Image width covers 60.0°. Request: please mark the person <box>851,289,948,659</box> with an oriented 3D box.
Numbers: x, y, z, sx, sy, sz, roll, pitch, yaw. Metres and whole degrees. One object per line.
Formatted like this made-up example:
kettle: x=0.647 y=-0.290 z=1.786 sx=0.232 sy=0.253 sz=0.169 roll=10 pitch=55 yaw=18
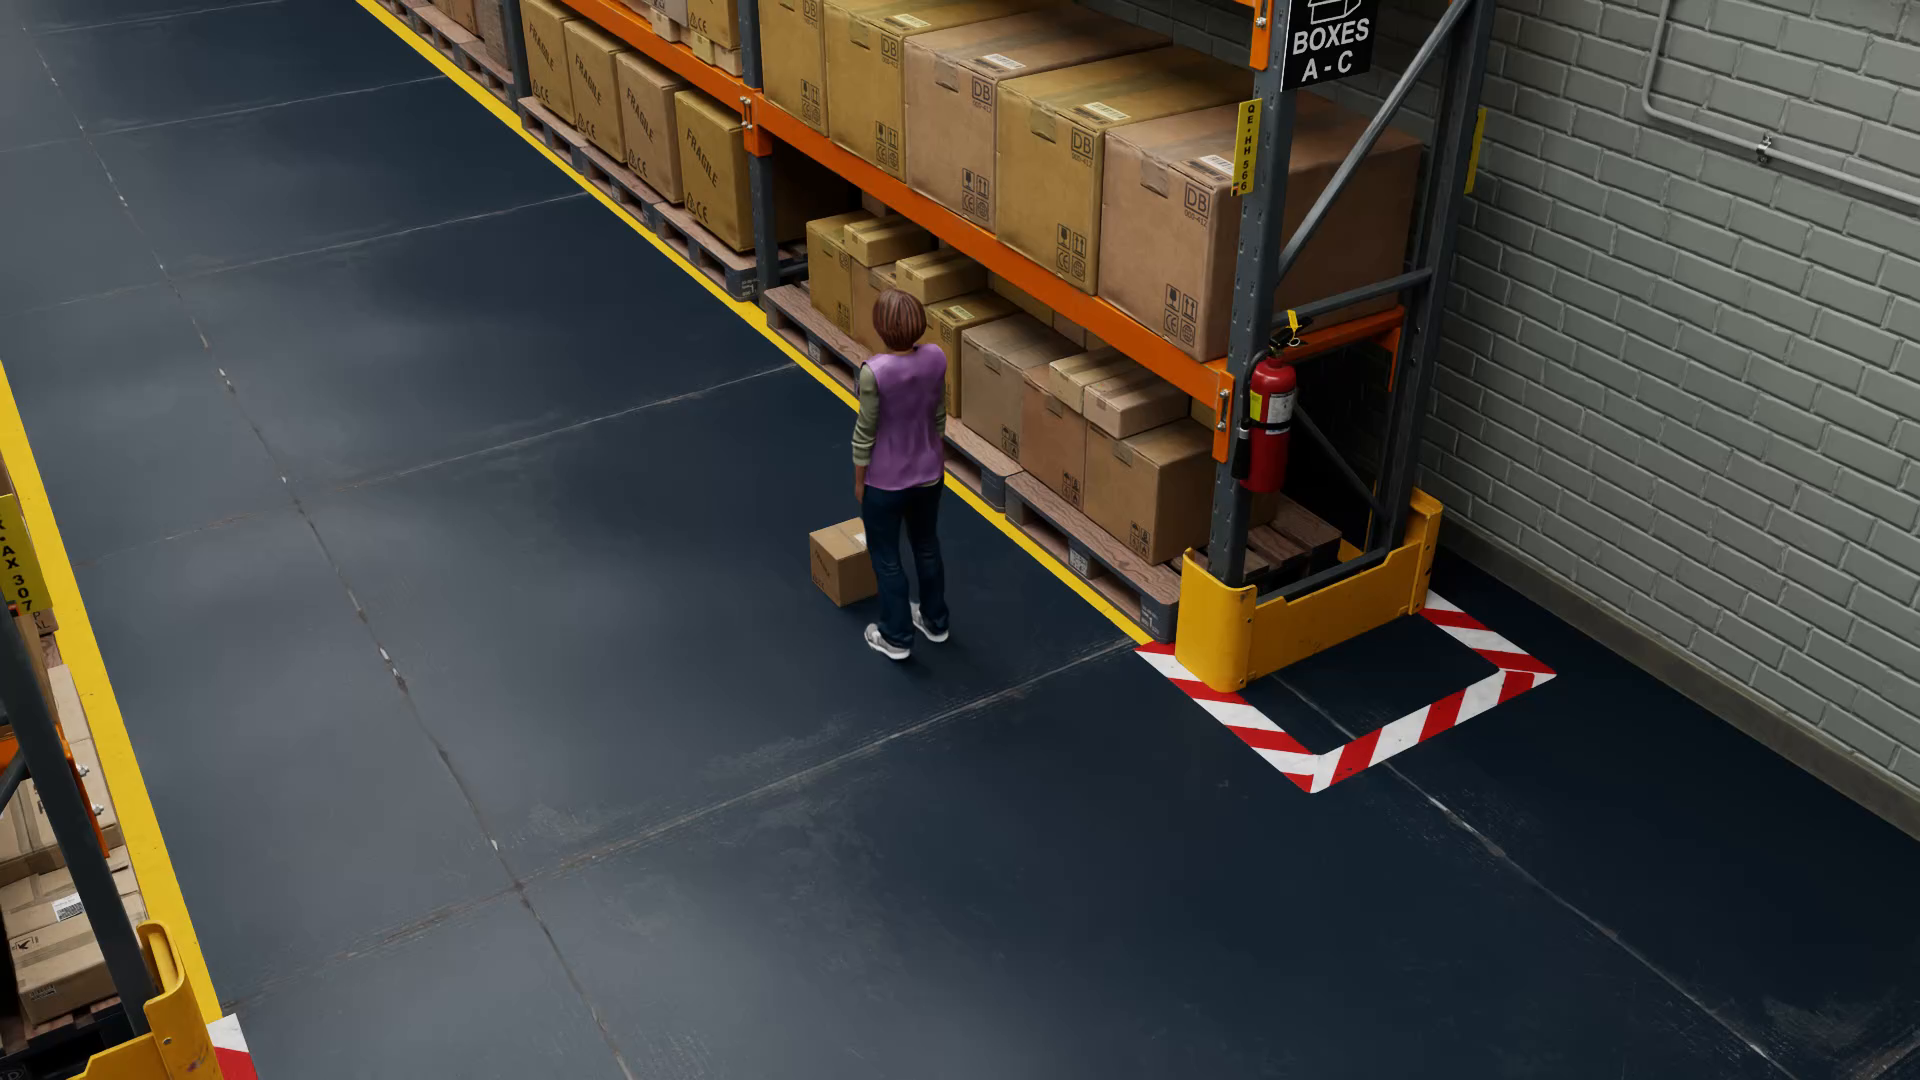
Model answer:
person: x=-0.240 y=-0.233 z=6.549 sx=0.405 sy=1.565 sz=0.300 roll=-18 pitch=37 yaw=-26
